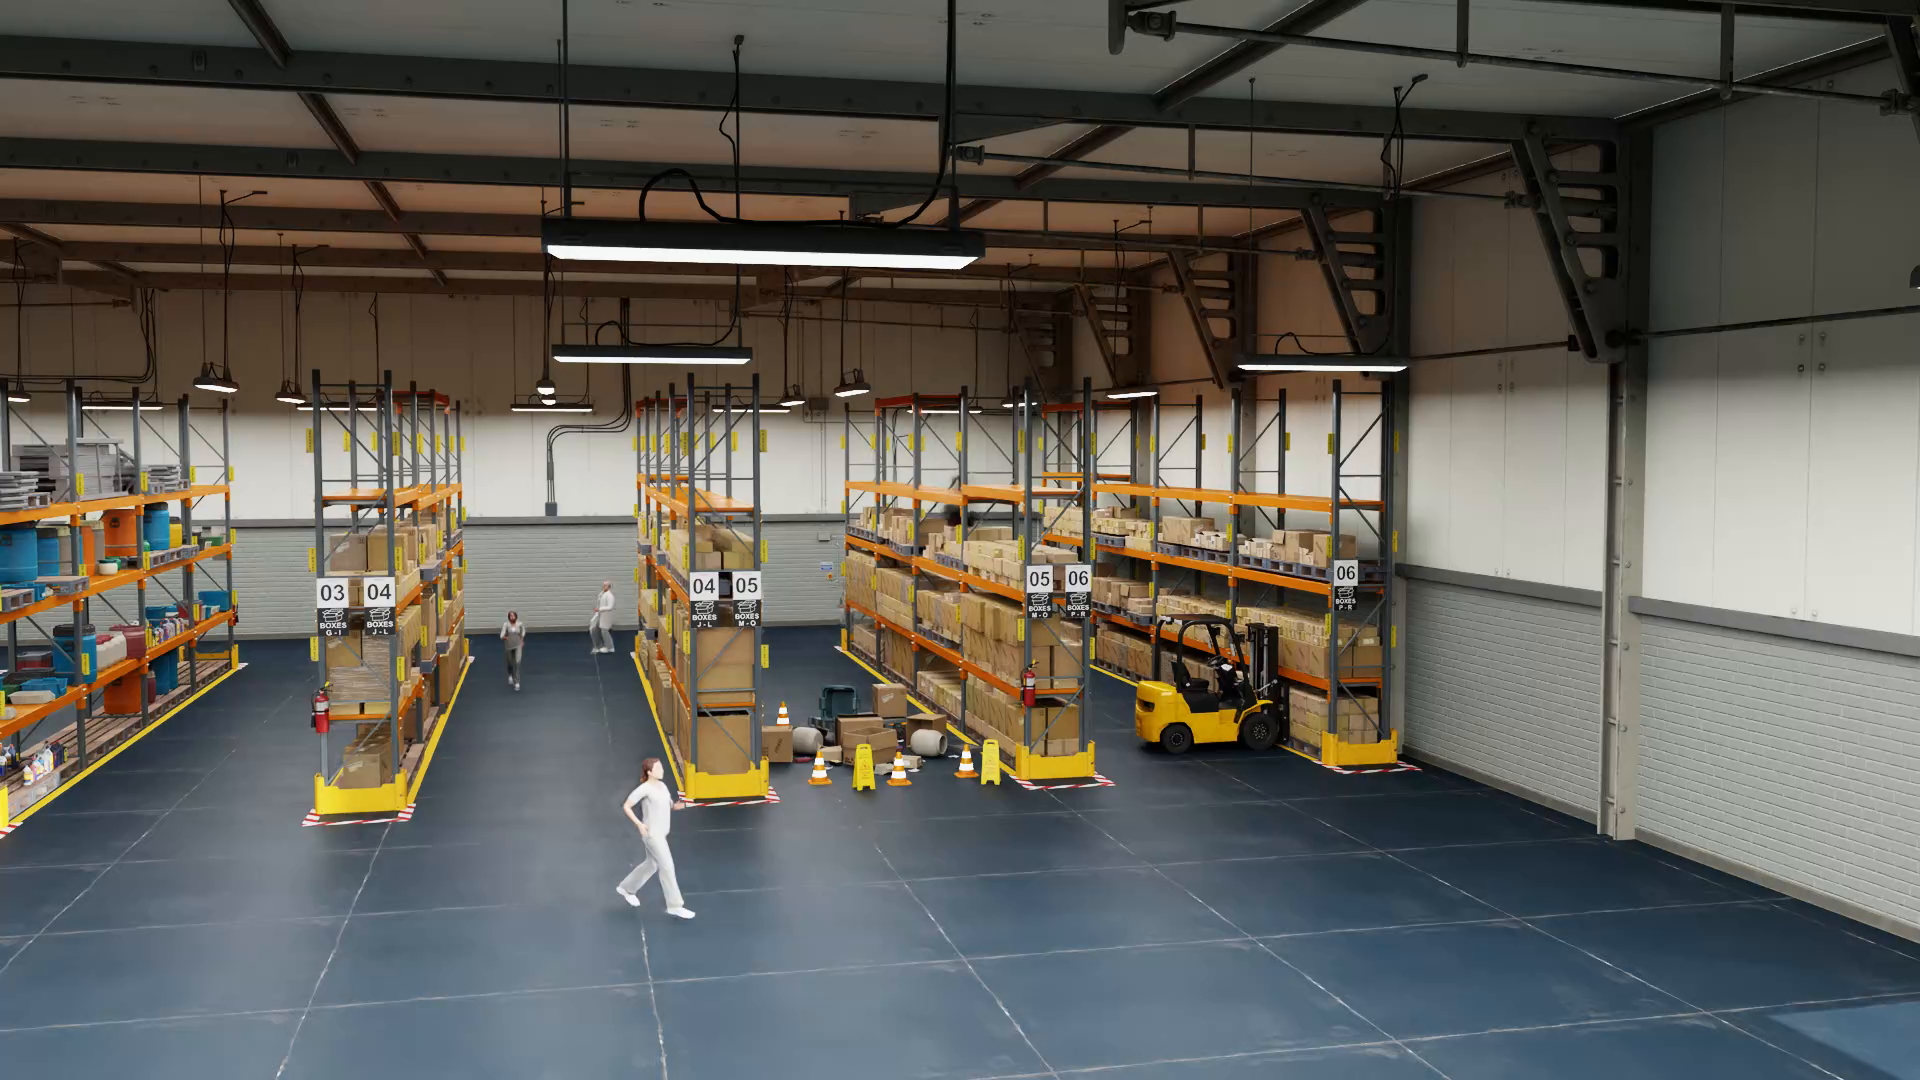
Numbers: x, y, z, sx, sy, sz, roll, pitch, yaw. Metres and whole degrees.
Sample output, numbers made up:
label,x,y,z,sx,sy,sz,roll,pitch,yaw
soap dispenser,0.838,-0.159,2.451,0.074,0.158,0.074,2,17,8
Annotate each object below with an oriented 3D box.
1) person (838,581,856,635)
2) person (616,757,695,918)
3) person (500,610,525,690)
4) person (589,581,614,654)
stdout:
label,x,y,z,sx,sy,sz,roll,pitch,yaw
person,-2.805,1.770,41.736,0.510,1.629,0.641,1,3,10
person,-3.235,3.123,17.593,0.960,1.665,0.560,1,3,16
person,-9.148,2.227,34.029,0.505,1.603,0.863,-1,3,-16
person,-8.460,1.854,39.576,0.694,1.769,0.711,3,4,41
